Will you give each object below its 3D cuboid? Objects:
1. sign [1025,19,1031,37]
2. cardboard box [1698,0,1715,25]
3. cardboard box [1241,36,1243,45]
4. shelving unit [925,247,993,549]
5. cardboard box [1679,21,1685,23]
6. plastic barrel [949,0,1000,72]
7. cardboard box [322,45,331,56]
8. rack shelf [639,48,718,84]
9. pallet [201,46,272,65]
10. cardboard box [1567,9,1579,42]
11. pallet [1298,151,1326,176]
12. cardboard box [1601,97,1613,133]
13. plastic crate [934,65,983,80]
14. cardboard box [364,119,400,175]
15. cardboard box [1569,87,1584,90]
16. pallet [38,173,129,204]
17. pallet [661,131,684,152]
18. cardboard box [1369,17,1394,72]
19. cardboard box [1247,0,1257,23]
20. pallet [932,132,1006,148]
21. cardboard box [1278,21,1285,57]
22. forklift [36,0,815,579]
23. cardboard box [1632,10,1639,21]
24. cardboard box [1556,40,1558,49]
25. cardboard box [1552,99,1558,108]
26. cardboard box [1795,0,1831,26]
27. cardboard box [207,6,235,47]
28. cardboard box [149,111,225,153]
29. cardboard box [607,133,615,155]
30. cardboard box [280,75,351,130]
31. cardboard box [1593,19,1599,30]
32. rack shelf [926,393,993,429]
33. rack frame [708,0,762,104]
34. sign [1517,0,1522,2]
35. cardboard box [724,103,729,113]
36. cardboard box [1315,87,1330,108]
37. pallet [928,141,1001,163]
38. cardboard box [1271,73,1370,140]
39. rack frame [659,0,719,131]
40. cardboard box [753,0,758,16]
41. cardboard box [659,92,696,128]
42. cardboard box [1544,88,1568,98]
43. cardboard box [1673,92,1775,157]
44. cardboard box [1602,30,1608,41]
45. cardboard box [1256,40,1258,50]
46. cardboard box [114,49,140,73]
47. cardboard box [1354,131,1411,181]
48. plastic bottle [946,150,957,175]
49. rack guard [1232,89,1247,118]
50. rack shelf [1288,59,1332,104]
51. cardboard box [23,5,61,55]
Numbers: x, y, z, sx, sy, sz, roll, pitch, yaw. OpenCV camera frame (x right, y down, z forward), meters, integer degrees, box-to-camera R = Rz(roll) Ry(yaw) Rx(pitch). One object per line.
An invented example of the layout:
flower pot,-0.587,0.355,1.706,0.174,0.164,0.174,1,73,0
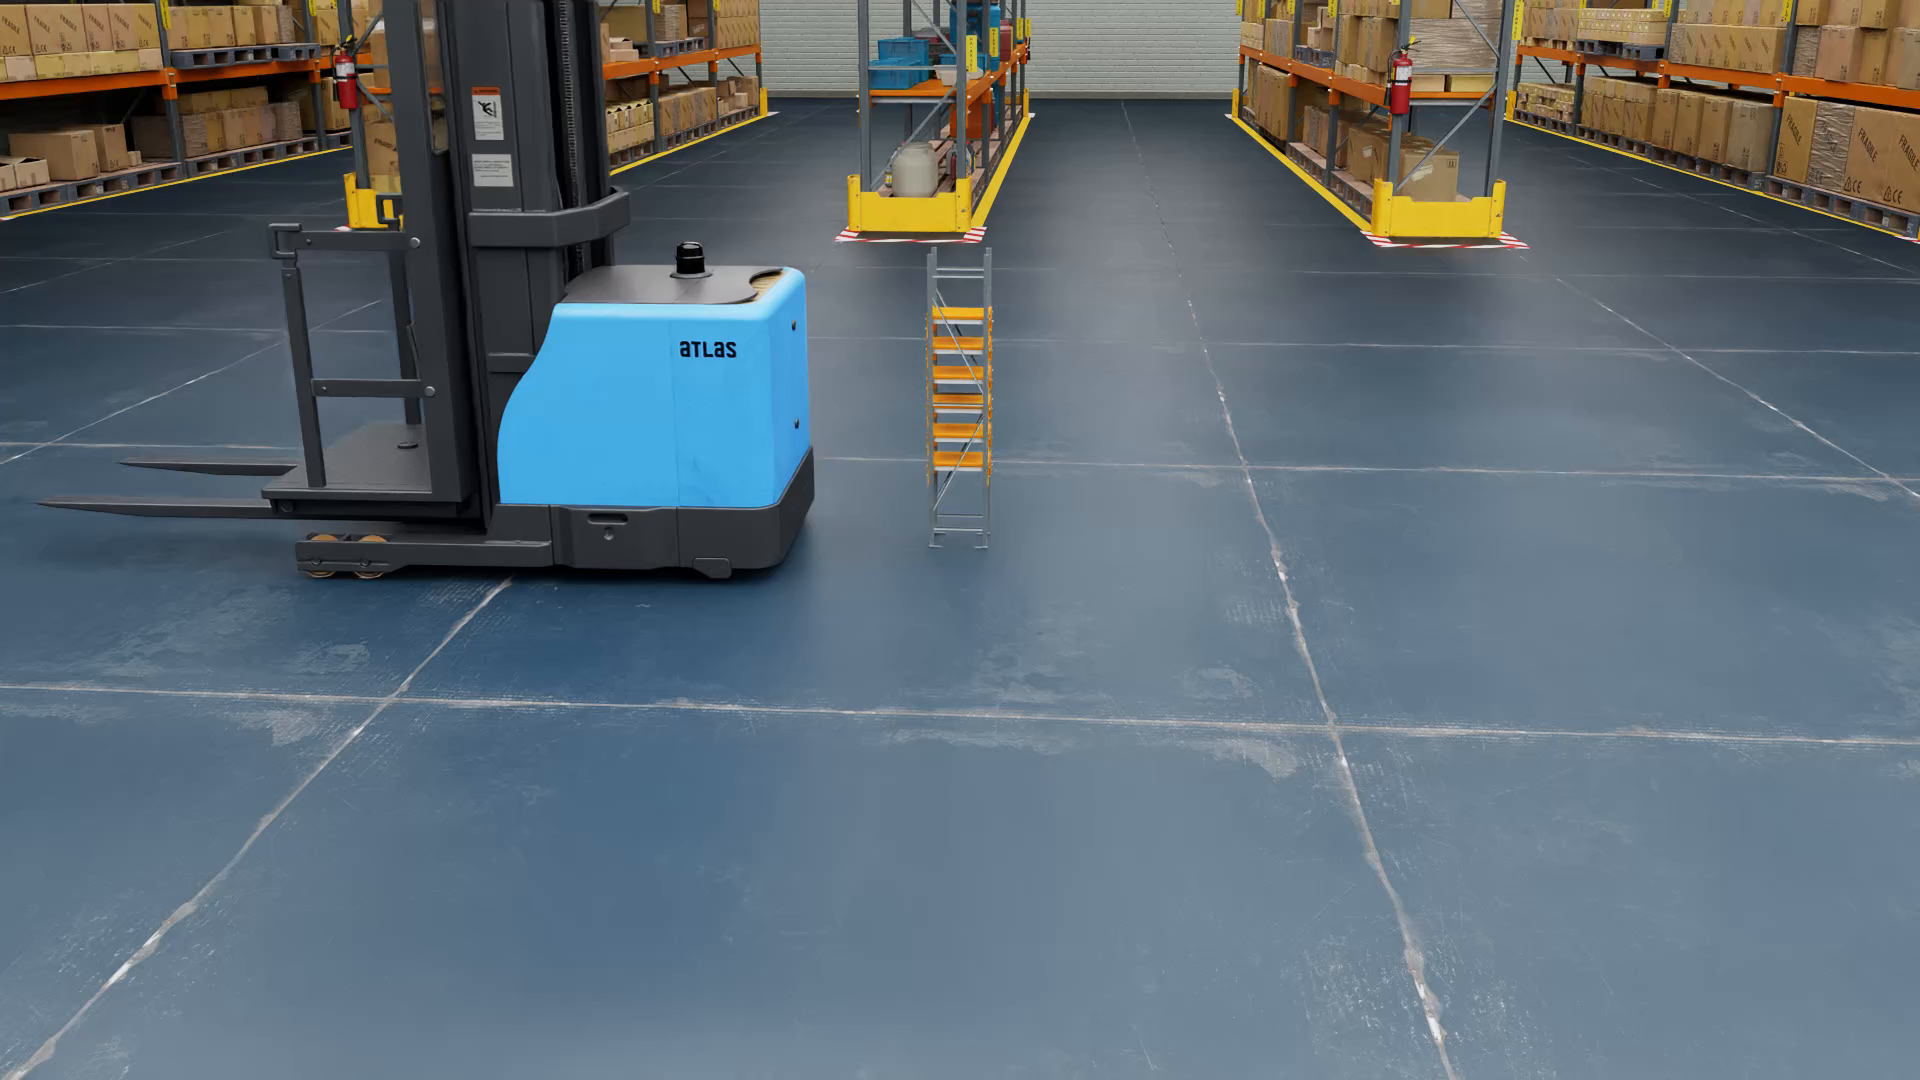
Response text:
sign,1.255,-9.450,30.684,0.100,0.325,0.005,1,18,4
cardboard box,9.935,-6.869,21.302,0.700,0.500,0.500,1,18,3
cardboard box,5.291,-9.047,30.119,0.380,0.149,0.250,1,18,5
shelving unit,-0.001,-0.566,6.722,0.258,1.200,0.189,1,18,4
cardboard box,10.280,-7.177,23.260,0.380,0.149,0.250,1,18,2
plastic barrel,0.175,-6.004,19.625,0.600,0.901,0.708,1,18,4
cardboard box,-9.469,-7.182,24.394,0.380,0.149,0.250,2,18,5
rack shelf,-4.665,-7.286,25.497,1.077,0.370,4.000,1,18,4
pallet,-9.851,-6.409,21.974,1.003,0.211,1.213,1,18,4
cardboard box,10.051,-8.230,26.585,0.500,0.500,0.500,1,18,4
pallet,4.924,-4.839,21.351,1.003,0.211,1.213,1,18,4
cardboard box,9.921,-6.345,24.811,0.500,0.500,0.500,2,18,5
plastic crate,-0.019,-5.017,17.842,0.530,0.136,0.437,1,18,4
cardboard box,-5.641,-3.945,16.681,0.500,0.500,0.500,1,18,4
cardboard box,10.658,-7.681,28.497,0.380,0.149,0.250,1,18,2
pallet,-10.134,-3.959,18.668,1.003,0.211,1.213,1,18,4
pallet,-4.718,-5.913,24.629,1.003,0.211,1.213,1,18,4
cardboard box,4.481,-4.817,16.168,0.875,0.500,0.500,1,18,4
cardboard box,5.275,-9.236,28.852,0.500,0.500,0.500,1,18,2
pallet,0.146,-5.816,24.333,1.003,0.211,1.213,1,18,4
cardboard box,4.936,-7.307,24.245,0.500,0.500,0.500,1,18,2
forklift,-2.173,-1.404,6.500,3.031,2.935,1.130,1,18,3
cardboard box,9.629,-7.327,23.240,0.380,0.149,0.250,2,18,6
cardboard box,10.178,-8.266,27.735,0.380,0.149,0.250,1,18,3
cardboard box,10.127,-7.299,27.808,0.380,0.149,0.250,2,18,5
cardboard box,9.664,-5.871,18.047,0.875,0.550,0.550,1,18,4
cardboard box,-9.903,-6.666,21.583,0.700,0.500,0.500,4,19,11
cardboard box,-10.014,-5.286,21.545,0.700,0.500,0.500,1,18,3
cardboard box,-4.747,-5.097,21.402,0.500,0.250,0.500,1,18,2
cardboard box,-9.566,-6.520,24.781,0.750,0.750,0.750,1,18,3
cardboard box,9.759,-7.753,25.017,0.380,0.149,0.250,1,18,2
rack shelf,-0.001,-0.523,6.736,0.258,0.103,0.180,1,18,4
rack frame,-4.235,-9.491,31.072,1.000,3.000,0.127,1,18,4
sign,10.044,-9.550,29.862,0.100,0.325,0.005,1,18,4
cardboard box,-4.224,-7.506,28.857,0.380,0.166,0.250,1,18,4
cardboard box,5.054,-5.953,22.378,0.500,0.250,0.500,2,18,6
pallet,0.037,-5.330,22.851,1.003,0.211,1.213,1,18,4
cardboard box,5.142,-6.188,23.729,1.225,0.875,0.875,0,18,1
rack frame,-4.522,-8.249,27.281,1.000,3.000,0.127,1,18,4
cardboard box,-3.993,-9.870,30.460,0.500,0.500,0.500,1,18,3
cardboard box,-4.386,-6.644,25.689,0.500,0.500,0.500,1,18,2
cardboard box,10.085,-7.535,28.051,0.380,0.149,0.250,1,18,2
cardboard box,9.819,-5.314,21.262,1.050,0.750,0.750,2,18,5
cardboard box,9.723,-7.447,24.562,0.380,0.149,0.250,1,18,3
cardboard box,5.090,-8.169,27.440,0.380,0.149,0.250,1,18,3
cardboard box,-9.812,-5.504,19.111,0.500,0.250,0.500,1,18,4
cardboard box,4.683,-4.253,18.424,0.500,0.500,0.500,7,20,21
plastic bottle,-0.077,-4.297,18.887,0.152,0.276,0.135,1,18,4
rack guard,5.647,-8.089,30.806,1.175,0.500,0.348,1,18,4
rack shelf,4.928,-5.822,21.027,1.077,0.370,4.000,1,18,4
cardboard box,-9.901,-5.381,17.533,0.500,0.500,0.500,1,18,2
